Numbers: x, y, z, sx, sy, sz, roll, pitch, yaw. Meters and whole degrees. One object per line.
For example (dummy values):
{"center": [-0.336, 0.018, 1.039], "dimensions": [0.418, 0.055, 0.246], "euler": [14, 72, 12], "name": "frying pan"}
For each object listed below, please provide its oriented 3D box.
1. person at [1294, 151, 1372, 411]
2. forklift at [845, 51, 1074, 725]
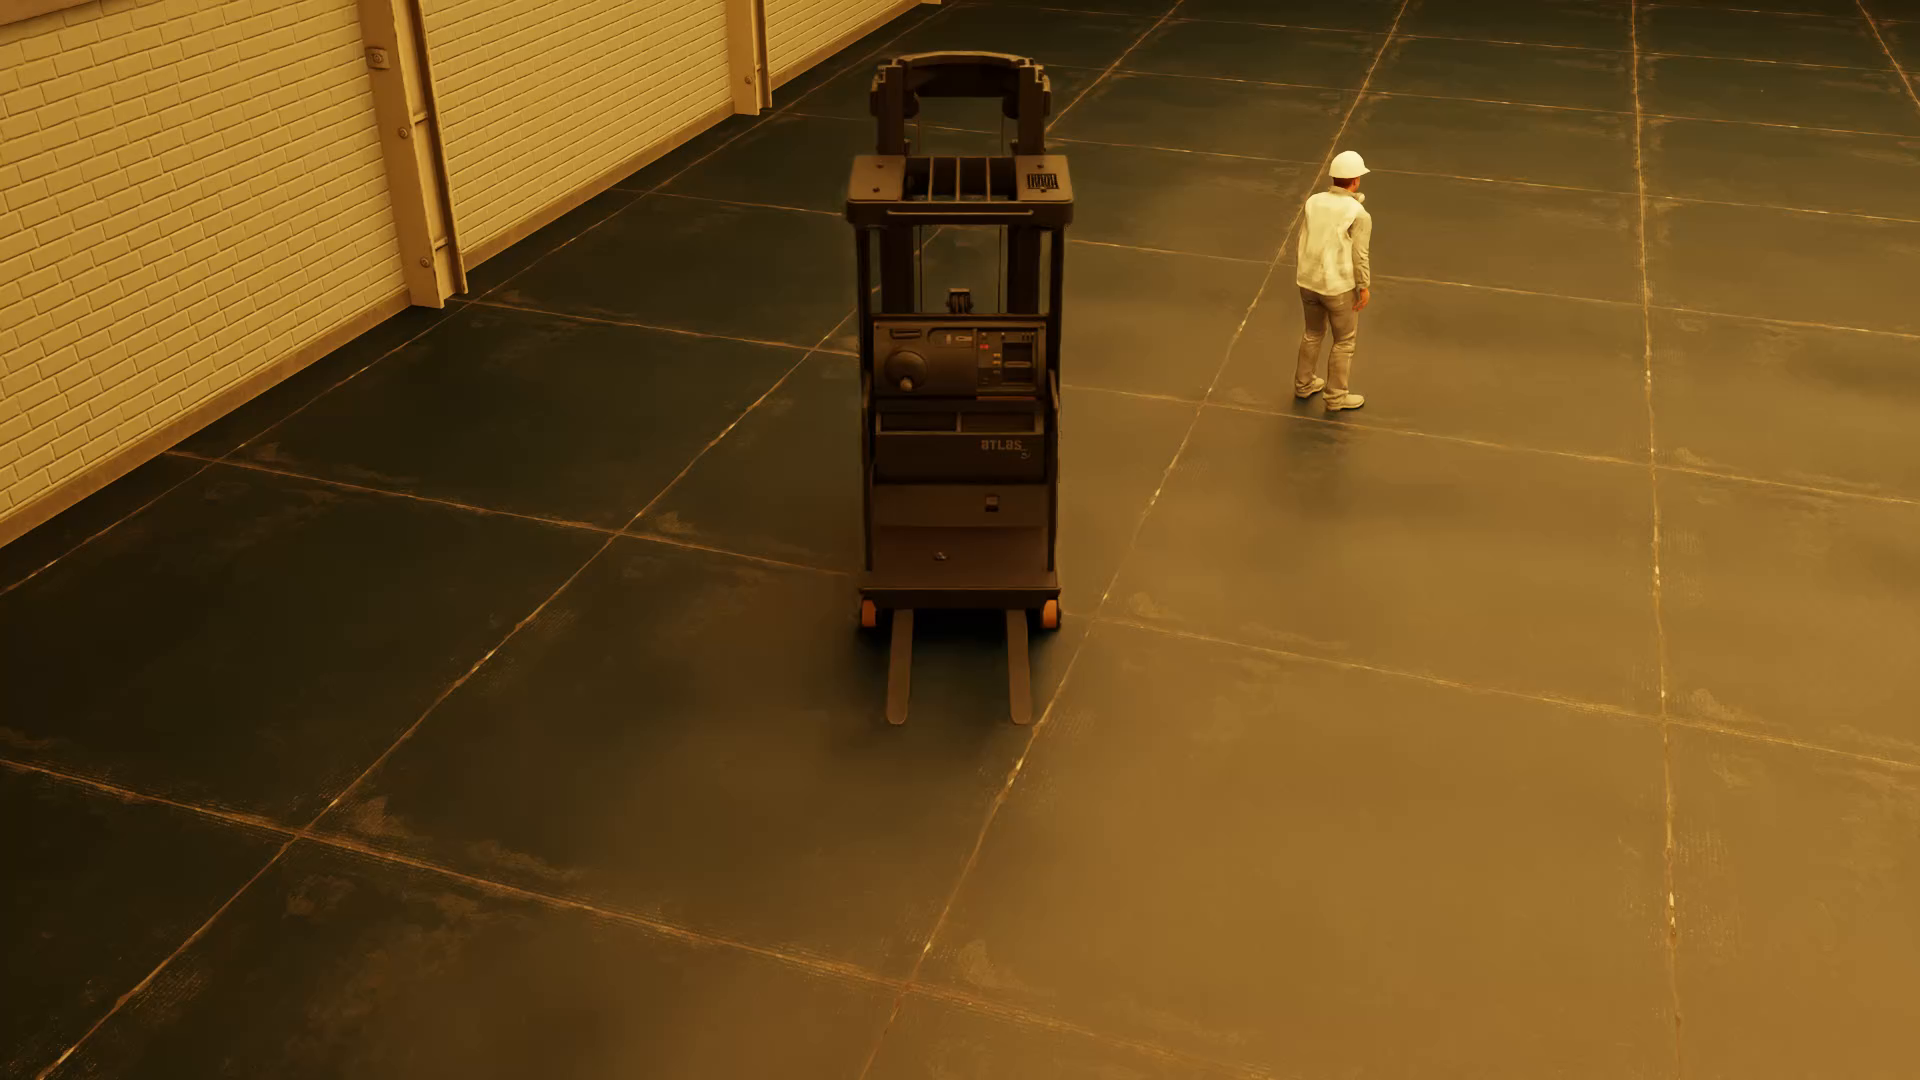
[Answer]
{"center": [2.559, -1.781, 11.434], "dimensions": [0.464, 1.770, 0.588], "euler": [-23, 37, -34], "name": "person"}
{"center": [0.000, -0.935, 8.776], "dimensions": [1.130, 2.935, 3.031], "euler": [0, 30, 0], "name": "forklift"}
